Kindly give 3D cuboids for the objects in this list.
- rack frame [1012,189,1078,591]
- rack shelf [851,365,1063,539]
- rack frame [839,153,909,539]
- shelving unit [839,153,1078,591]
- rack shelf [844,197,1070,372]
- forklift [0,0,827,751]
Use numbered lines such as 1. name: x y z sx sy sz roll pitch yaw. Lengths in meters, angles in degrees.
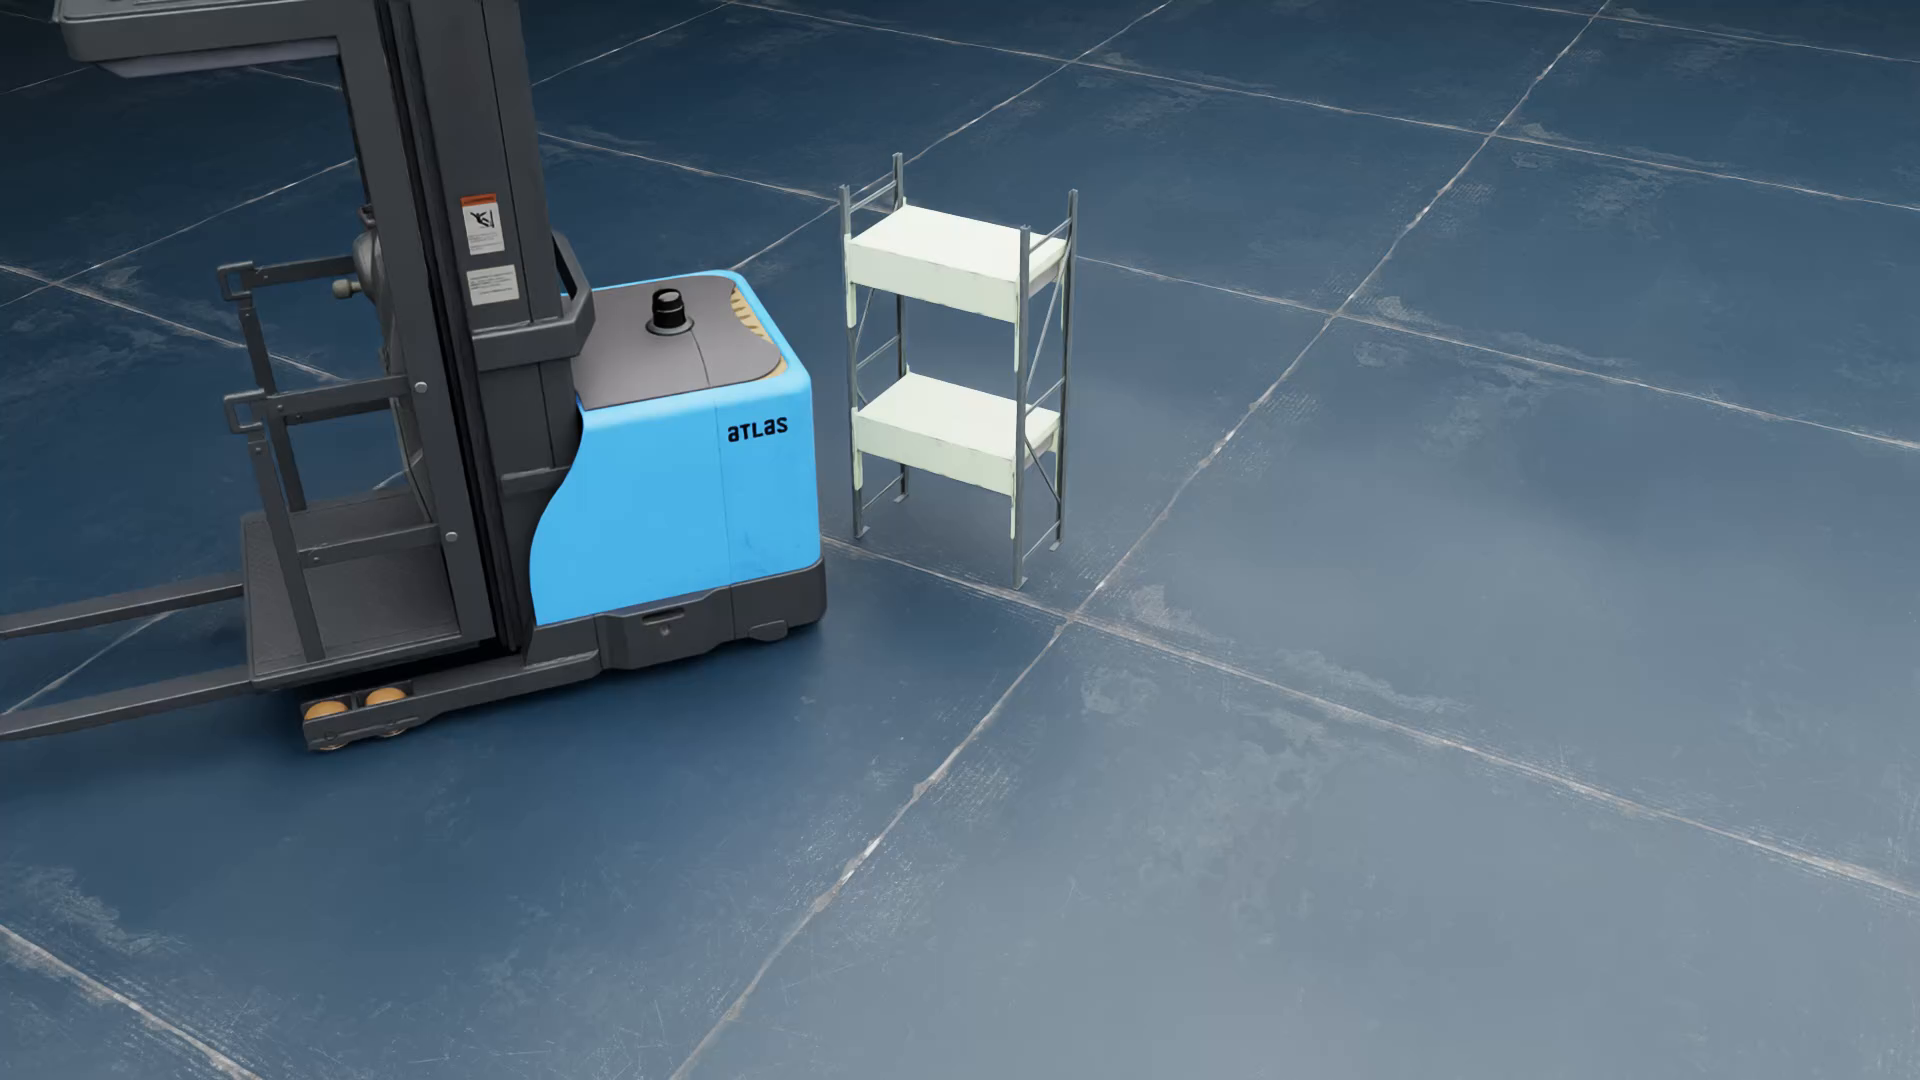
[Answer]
1. rack frame: 0.312 -0.525 6.186 0.023 1.500 0.400 18 37 24
2. rack shelf: -0.006 -0.355 6.518 0.720 0.370 0.431 18 37 24
3. rack frame: -0.324 -0.727 6.488 0.023 1.500 0.400 18 37 24
4. shelving unit: -0.006 -0.626 6.337 0.755 1.500 0.431 18 37 24
5. rack shelf: -0.006 -0.951 6.121 0.720 0.370 0.431 18 37 24
6. forklift: -2.068 -0.836 5.361 3.031 2.935 1.130 -12 36 -18
